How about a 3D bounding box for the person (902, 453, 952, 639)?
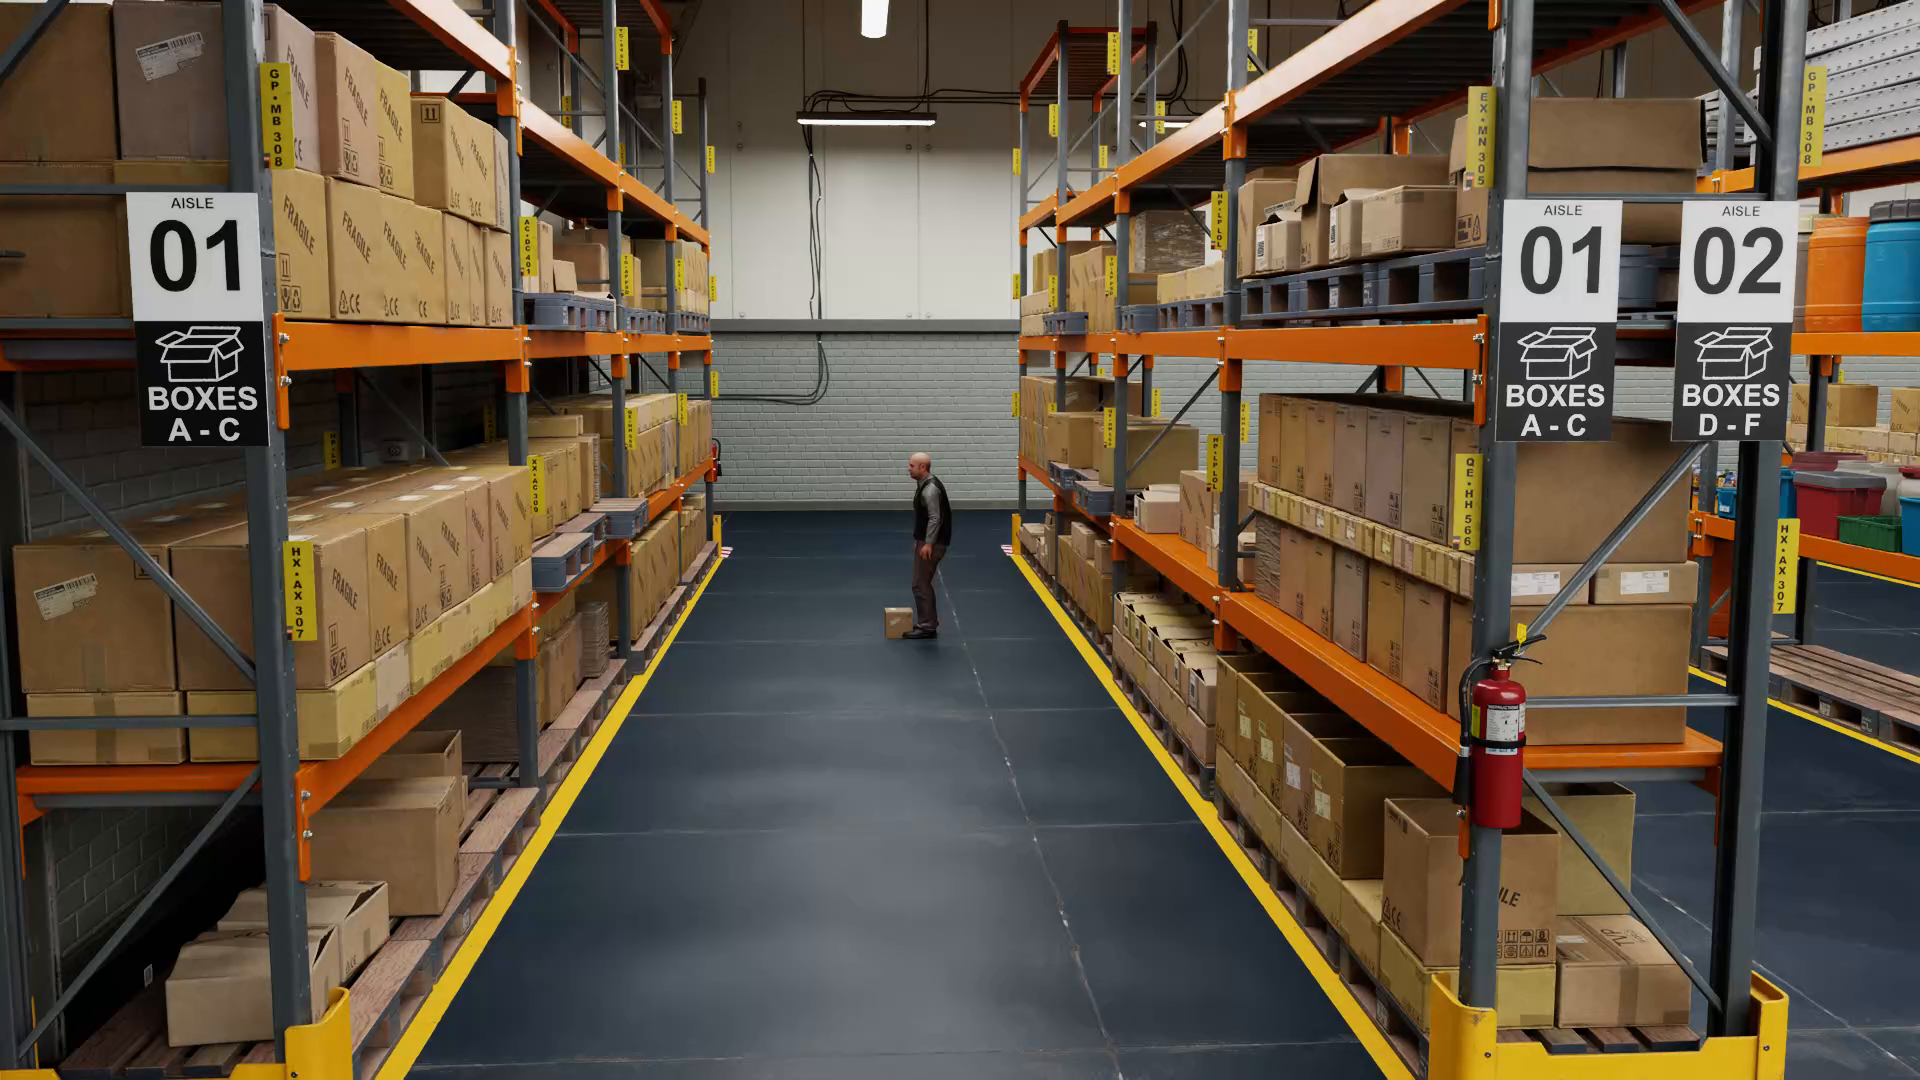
[{"bbox_3d":[-0.317,0.044,15.476,0.475,1.720,0.586,-1,7,-7],"label":"person"}]
